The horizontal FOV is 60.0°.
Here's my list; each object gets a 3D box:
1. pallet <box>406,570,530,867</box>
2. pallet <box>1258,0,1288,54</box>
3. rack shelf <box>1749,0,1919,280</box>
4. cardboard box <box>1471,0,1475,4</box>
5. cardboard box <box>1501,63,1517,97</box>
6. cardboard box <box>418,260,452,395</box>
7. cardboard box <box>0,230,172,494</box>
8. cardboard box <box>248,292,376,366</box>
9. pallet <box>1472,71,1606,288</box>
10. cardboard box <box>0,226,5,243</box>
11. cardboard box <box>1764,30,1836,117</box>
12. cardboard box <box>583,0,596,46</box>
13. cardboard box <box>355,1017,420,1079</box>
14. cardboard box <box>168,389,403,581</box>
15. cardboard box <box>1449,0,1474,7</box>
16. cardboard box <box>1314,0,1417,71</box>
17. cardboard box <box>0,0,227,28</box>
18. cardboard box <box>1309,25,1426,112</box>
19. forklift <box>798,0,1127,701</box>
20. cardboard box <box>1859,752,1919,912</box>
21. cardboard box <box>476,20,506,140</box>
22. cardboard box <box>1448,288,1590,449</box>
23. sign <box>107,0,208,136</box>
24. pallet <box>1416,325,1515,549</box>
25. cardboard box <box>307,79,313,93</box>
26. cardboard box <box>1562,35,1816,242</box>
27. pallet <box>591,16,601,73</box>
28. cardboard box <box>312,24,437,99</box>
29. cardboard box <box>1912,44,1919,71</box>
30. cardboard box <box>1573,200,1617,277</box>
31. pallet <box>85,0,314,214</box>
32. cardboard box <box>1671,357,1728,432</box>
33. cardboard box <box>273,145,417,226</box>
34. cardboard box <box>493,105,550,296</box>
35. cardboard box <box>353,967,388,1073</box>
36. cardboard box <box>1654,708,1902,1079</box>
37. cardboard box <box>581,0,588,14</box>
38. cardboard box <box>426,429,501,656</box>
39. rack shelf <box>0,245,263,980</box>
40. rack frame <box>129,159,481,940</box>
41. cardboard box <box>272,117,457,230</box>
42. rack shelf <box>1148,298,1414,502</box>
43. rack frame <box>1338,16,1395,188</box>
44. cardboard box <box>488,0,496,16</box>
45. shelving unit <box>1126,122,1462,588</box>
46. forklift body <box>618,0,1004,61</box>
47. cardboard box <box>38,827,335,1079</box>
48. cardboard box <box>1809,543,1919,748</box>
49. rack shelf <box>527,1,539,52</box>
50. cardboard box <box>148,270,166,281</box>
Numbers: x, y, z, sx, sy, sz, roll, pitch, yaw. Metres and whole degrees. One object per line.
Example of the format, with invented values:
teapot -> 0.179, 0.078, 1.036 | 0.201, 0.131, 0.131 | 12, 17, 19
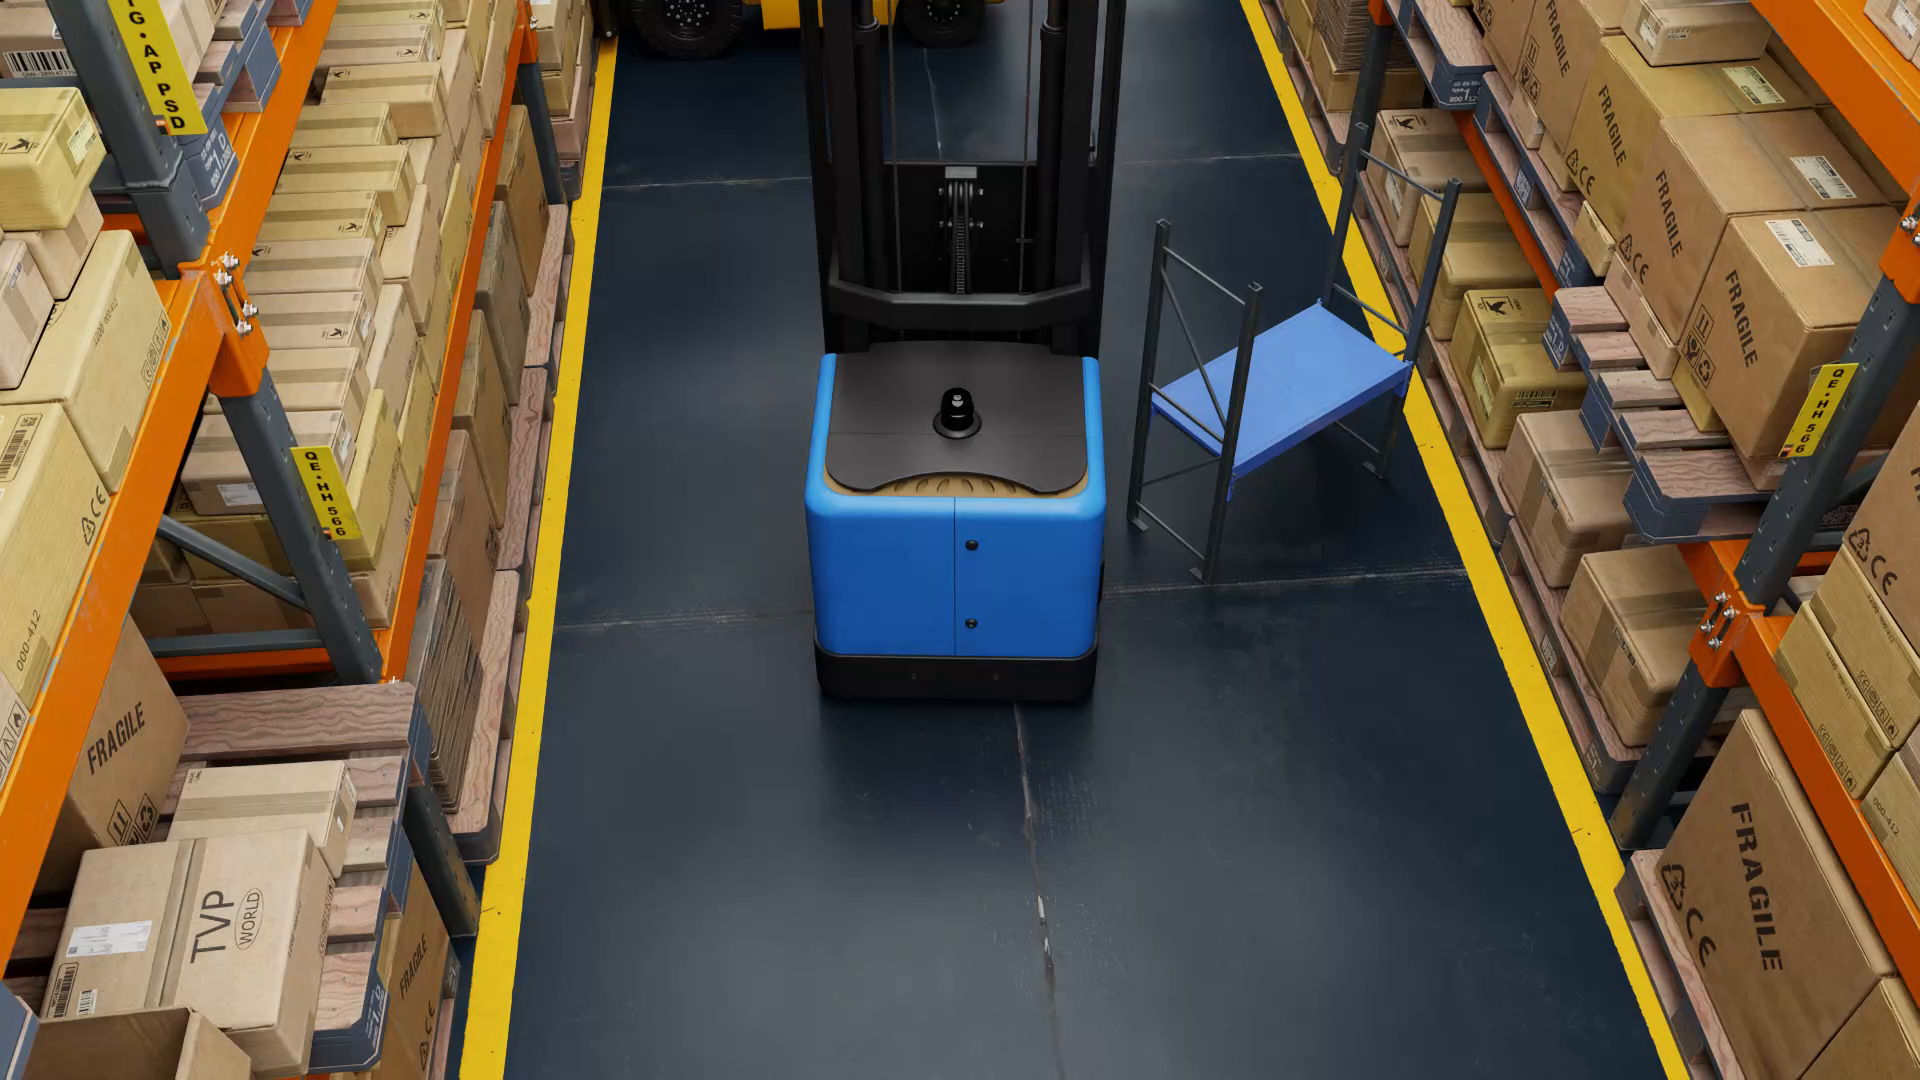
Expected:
pallet -> -2.164, 0.657, 6.119 | 1.003, 0.211, 1.213 | -3, 47, -3
pallet -> 2.280, -3.312, 9.878 | 1.003, 0.211, 1.213 | -3, 47, -3
rack shelf -> 2.644, -2.240, 5.371 | 1.077, 0.370, 4.000 | -3, 47, -3
cardboard box -> 2.273, -2.465, 6.592 | 0.500, 0.500, 0.500 | -3, 47, -3
cardboard box -> 2.319, -1.792, 6.402 | 0.380, 0.149, 0.250 | -3, 47, -3
cardboard box -> -2.015, -0.725, 5.610 | 0.500, 0.250, 0.500 | -5, 47, -5
cardboard box -> -1.850, -0.327, 3.168 | 0.500, 0.250, 0.500 | -5, 47, -5
cardboard box -> -1.938, -0.588, 4.861 | 0.380, 0.149, 0.250 | -2, 47, -2
pallet -> 2.605, -1.372, 6.252 | 1.003, 0.211, 1.213 | -3, 47, -3
cardboard box -> -1.894, -0.496, 2.848 | 0.380, 0.149, 0.250 | -5, 47, -5
cardboard box -> 2.903, -1.390, 5.574 | 0.500, 0.500, 0.500 | -3, 47, -3
cardboard box -> -2.296, -2.904, 9.176 | 0.500, 0.250, 0.500 | -3, 47, -3
cardboard box -> -1.853, 1.667, 4.675 | 0.500, 0.500, 0.500 | -4, 47, -4
cardboard box -> -1.903, -0.162, 4.733 | 0.500, 0.250, 0.500 | -4, 47, -3
cardboard box -> 2.220, -2.360, 6.940 | 0.380, 0.149, 0.250 | -3, 47, -2
cardboard box -> 2.160, -2.771, 8.533 | 0.500, 0.500, 0.500 | -4, 47, -4
cardboard box -> -1.952, -1.488, 3.737 | 0.500, 0.500, 0.500 | -3, 47, -3
cardboard box -> 2.159, -2.513, 8.805 | 0.500, 0.250, 0.500 | -2, 47, -1
forklift -> 0.013, -1.462, 6.252 | 1.130, 2.935, 3.031 | 1, 47, 1
cardboard box -> 2.662, 0.783, 4.182 | 0.500, 0.250, 0.500 | -5, 47, -4
cardboard box -> -2.119, -1.834, 6.661 | 0.500, 0.250, 0.500 | -4, 47, -4
cardboard box -> 2.647, -0.741, 7.043 | 0.950, 0.372, 0.625 | -2, 47, -2
sign -> -1.594, -0.945, 3.293 | 0.100, 0.325, 0.005 | -3, 47, -3
pallet -> 2.649, -0.496, 7.211 | 1.003, 0.211, 1.213 | -3, 47, -3
cardboard box -> -2.619, -1.599, 6.094 | 0.500, 0.250, 0.500 | -5, 47, -4
cardboard box -> 2.399, -1.340, 5.527 | 0.500, 0.500, 0.500 | -6, 47, -6
pallet -> -2.599, -3.102, 9.679 | 1.003, 0.211, 1.213 | -3, 47, -3
cardboard box -> -2.083, -1.699, 5.914 | 0.380, 0.149, 0.250 | -3, 47, -3
cardboard box -> 2.576, -1.169, 4.035 | 0.380, 0.149, 0.250 | -3, 47, -3
cardboard box -> 2.339, -1.039, 5.689 | 0.380, 0.149, 0.250 | -3, 47, -3
pallet -> -2.280, -1.156, 3.980 | 1.213, 0.211, 1.003 | -2, 47, -1
cardboard box -> 2.455, -0.479, 5.158 | 0.380, 0.149, 0.250 | -3, 47, -3
cardboard box -> -1.986, -1.143, 5.388 | 0.380, 0.149, 0.250 | -3, 47, -2
cardboard box -> -2.414, -1.549, 7.634 | 0.875, 0.625, 0.625 | -2, 47, -2
cardboard box -> -1.787, 1.326, 4.551 | 0.380, 0.149, 0.250 | -6, 47, -5
cardboard box -> 2.787, 1.082, 4.970 | 0.875, 0.875, 0.875 | -4, 47, -4
cardboard box -> -2.277, -3.066, 8.985 | 0.500, 0.250, 0.500 | -4, 47, -4
cardboard box -> -2.236, 0.044, 6.126 | 0.875, 0.625, 0.625 | -2, 47, -2
rack shelf -> -1.967, 0.959, 2.342 | 1.077, 0.370, 4.000 | -3, 47, -3
rack frame -> -2.134, 0.296, 4.540 | 1.000, 3.000, 0.127 | -3, 47, -3
cardboard box -> -2.063, -1.271, 5.783 | 0.500, 0.250, 0.500 | -3, 47, -3
rack shelf -> 1.263, -0.576, 6.647 | 1.000, 0.185, 0.538 | -29, 53, -25
rack frame -> 2.477, -2.903, 7.570 | 1.000, 3.000, 0.127 | -3, 47, -3
cardboard box -> -2.173, -2.379, 6.832 | 0.500, 0.250, 0.500 | -4, 47, -4
shelving unit -> 1.263, -0.700, 6.516 | 1.048, 1.500, 0.538 | -29, 53, -25
forklift body -> -0.827, -3.939, 9.136 | 2.313, 2.155, 1.214 | -3, 47, -3
cardboard box -> -1.724, 0.947, 3.738 | 0.500, 0.250, 0.500 | -5, 47, -5
cardboard box -> 2.608, 0.253, 4.340 | 0.500, 0.250, 0.500 | -4, 47, -4
rack shelf -> -2.637, -3.798, 8.913 | 1.077, 0.370, 4.000 | -3, 47, -3
cardboard box -> -2.548, -0.732, 4.998 | 0.380, 0.149, 0.250 | -4, 47, -4
